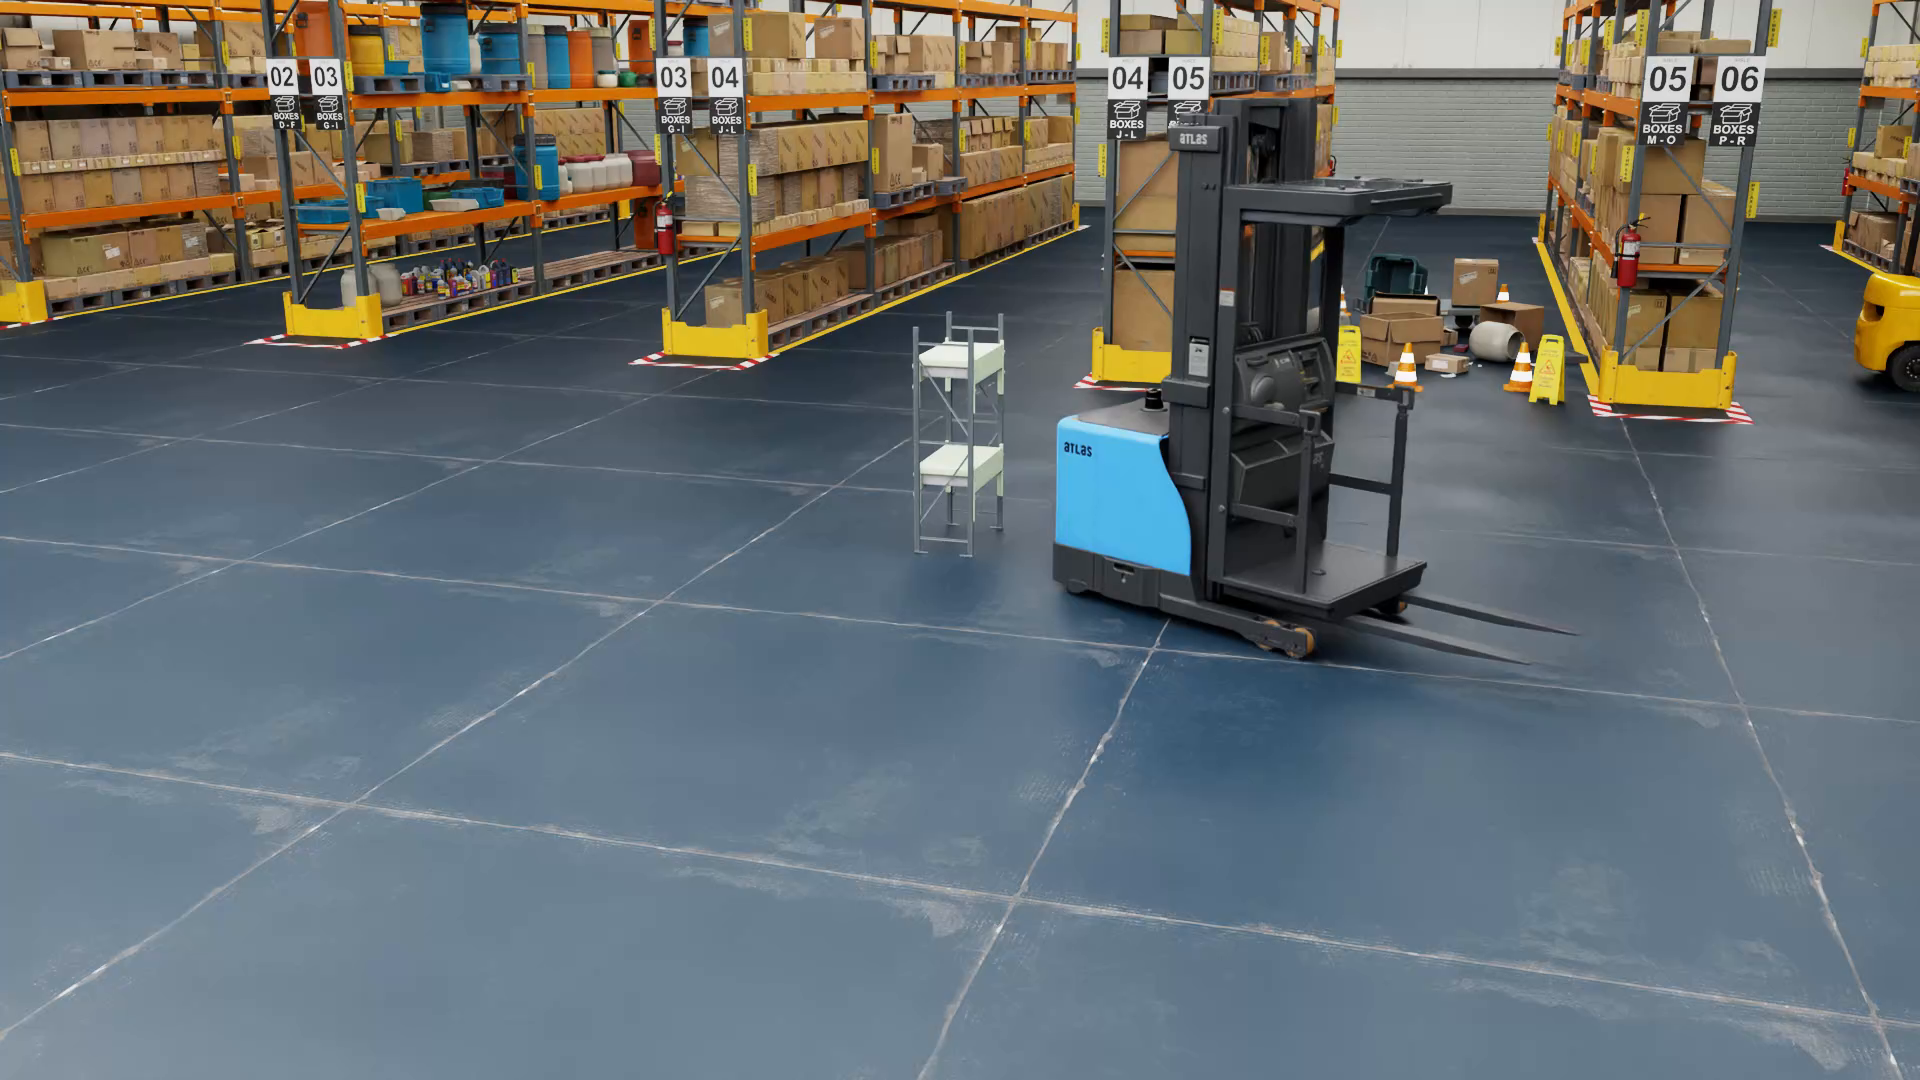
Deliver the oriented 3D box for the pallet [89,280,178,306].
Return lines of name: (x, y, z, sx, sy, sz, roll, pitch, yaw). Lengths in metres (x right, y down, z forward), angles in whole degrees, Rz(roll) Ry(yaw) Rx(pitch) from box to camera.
pallet: (-11.735, -3.463, 23.151, 1.003, 0.211, 1.213, 5, 16, 16)

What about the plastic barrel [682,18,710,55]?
plastic barrel: (-4.441, -8.465, 28.492, 0.600, 0.901, 0.708, 5, 16, 16)

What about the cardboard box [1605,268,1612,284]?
cardboard box: (6.829, -2.694, 17.036, 0.380, 0.149, 0.250, 5, 17, 17)

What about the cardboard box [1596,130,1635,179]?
cardboard box: (7.206, -4.105, 17.743, 0.700, 0.500, 0.500, 4, 16, 15)

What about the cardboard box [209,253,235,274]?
cardboard box: (-11.047, -4.070, 24.452, 0.500, 0.250, 0.500, 5, 16, 16)

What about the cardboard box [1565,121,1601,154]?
cardboard box: (9.629, -6.186, 25.626, 0.500, 0.500, 0.500, 5, 16, 16)

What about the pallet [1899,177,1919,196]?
pallet: (14.576, -5.208, 24.545, 1.003, 0.211, 1.213, 5, 16, 16)

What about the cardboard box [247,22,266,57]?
cardboard box: (-10.772, -7.572, 25.163, 0.500, 0.500, 0.500, 6, 17, 21)

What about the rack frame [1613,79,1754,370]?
rack frame: (6.737, -2.745, 15.511, 1.000, 3.000, 0.127, 5, 16, 16)

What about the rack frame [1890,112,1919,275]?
rack frame: (14.907, -5.501, 25.226, 1.000, 3.000, 0.127, 5, 16, 16)

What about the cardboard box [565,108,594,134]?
cardboard box: (-7.863, -8.592, 34.109, 0.500, 0.500, 0.500, 5, 17, 17)

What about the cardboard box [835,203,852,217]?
cardboard box: (-1.580, -4.161, 20.962, 0.380, 0.149, 0.250, 5, 16, 16)

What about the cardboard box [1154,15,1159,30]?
cardboard box: (1.805, -5.238, 16.850, 0.380, 0.149, 0.250, 5, 17, 16)

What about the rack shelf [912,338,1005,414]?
rack shelf: (-0.002, -1.095, 11.012, 0.431, 0.370, 0.720, 5, 16, 16)

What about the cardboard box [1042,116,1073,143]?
cardboard box: (1.896, -7.984, 32.335, 0.500, 0.500, 0.500, 5, 17, 17)

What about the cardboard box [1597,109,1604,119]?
cardboard box: (10.575, -6.927, 27.050, 0.380, 0.149, 0.250, 4, 16, 15)

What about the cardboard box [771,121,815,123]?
cardboard box: (-2.140, -5.004, 20.912, 0.500, 0.500, 0.500, 5, 16, 16)

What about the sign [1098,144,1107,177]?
sign: (1.446, -3.819, 16.742, 0.100, 0.325, 0.005, 5, 16, 16)

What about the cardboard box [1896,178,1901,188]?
cardboard box: (14.809, -5.553, 25.870, 0.380, 0.149, 0.250, 5, 17, 17)

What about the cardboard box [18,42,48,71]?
cardboard box: (-15.292, -7.865, 27.113, 0.500, 0.500, 0.500, 4, 16, 14)

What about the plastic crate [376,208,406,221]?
plastic crate: (-6.950, -3.980, 20.348, 0.298, 0.136, 0.250, 5, 16, 16)

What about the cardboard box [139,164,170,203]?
cardboard box: (-11.535, -4.992, 23.247, 0.700, 0.500, 0.500, 5, 17, 17)

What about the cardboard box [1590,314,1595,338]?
cardboard box: (7.306, -2.397, 18.553, 0.500, 0.250, 0.500, 6, 17, 19)

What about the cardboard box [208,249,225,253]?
cardboard box: (-11.285, -4.340, 25.402, 0.500, 0.250, 0.500, 4, 16, 15)

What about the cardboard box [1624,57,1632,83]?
cardboard box: (6.911, -4.682, 16.571, 0.500, 0.250, 0.500, 5, 17, 17)

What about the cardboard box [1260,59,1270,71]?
cardboard box: (3.747, -6.068, 21.236, 0.380, 0.149, 0.250, 5, 16, 16)

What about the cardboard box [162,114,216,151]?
cardboard box: (-11.245, -5.885, 24.020, 0.700, 0.500, 0.500, 5, 17, 16)

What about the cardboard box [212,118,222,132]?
cardboard box: (-14.072, -7.691, 30.810, 0.500, 0.250, 0.500, 5, 17, 16)

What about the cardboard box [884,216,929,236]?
cardboard box: (-0.794, -4.659, 24.660, 0.500, 0.250, 0.500, 7, 17, 22)

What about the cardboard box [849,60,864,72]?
cardboard box: (-1.443, -6.016, 21.088, 0.380, 0.149, 0.250, 5, 17, 18)

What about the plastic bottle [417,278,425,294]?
plastic bottle: (-7.149, -3.373, 22.046, 0.097, 0.201, 0.097, 0, 16, 0)

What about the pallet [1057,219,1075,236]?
pallet: (1.630, -6.143, 32.600, 1.003, 0.211, 1.213, 5, 16, 16)

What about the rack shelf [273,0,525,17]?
rack shelf: (-6.945, -6.769, 20.754, 1.077, 0.370, 4.000, 5, 16, 16)

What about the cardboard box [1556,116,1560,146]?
cardboard box: (10.455, -6.955, 28.339, 0.500, 0.500, 0.500, 5, 17, 16)

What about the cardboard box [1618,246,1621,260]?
cardboard box: (6.604, -2.814, 16.213, 0.380, 0.149, 0.250, 4, 16, 15)

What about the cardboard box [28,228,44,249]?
cardboard box: (-15.583, -5.055, 27.428, 0.700, 0.500, 0.500, 4, 16, 15)

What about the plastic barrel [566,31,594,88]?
plastic barrel: (-5.867, -7.271, 25.184, 0.600, 0.830, 0.708, 5, 16, 16)

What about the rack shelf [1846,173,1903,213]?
rack shelf: (15.476, -5.678, 27.169, 1.077, 0.370, 4.000, 5, 16, 16)

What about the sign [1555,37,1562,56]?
sign: (10.754, -8.878, 29.887, 0.100, 0.325, 0.005, 5, 16, 16)

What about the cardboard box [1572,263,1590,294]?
cardboard box: (8.638, -3.435, 21.990, 0.950, 0.372, 0.625, 4, 16, 15)

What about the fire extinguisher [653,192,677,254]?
fire extinguisher: (-3.239, -3.482, 18.252, 0.296, 0.674, 0.183, 5, 16, 16)

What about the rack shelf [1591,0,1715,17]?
rack shelf: (8.442, -6.663, 20.380, 1.077, 0.370, 4.000, 5, 16, 16)

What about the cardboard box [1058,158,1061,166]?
cardboard box: (1.708, -7.193, 31.652, 0.380, 0.149, 0.250, 4, 16, 15)

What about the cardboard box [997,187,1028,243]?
cardboard box: (0.483, -5.664, 28.926, 1.225, 0.875, 0.875, 5, 16, 16)

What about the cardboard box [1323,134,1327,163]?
cardboard box: (6.342, -7.075, 30.046, 0.500, 0.500, 0.500, 5, 16, 16)

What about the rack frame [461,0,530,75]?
rack frame: (-6.376, -7.831, 22.446, 1.000, 3.000, 0.127, 5, 16, 16)

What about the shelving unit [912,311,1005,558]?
shelving unit: (-0.002, -0.720, 11.119, 0.431, 1.500, 0.755, 5, 16, 16)

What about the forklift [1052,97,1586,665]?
forklift: (1.984, -0.925, 9.220, 3.031, 2.935, 1.130, 14, 21, 41)

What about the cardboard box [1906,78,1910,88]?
cardboard box: (14.884, -7.073, 25.734, 0.380, 0.149, 0.250, 5, 17, 18)

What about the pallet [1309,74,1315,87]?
pallet: (5.095, -7.442, 26.916, 1.213, 0.211, 1.003, 5, 16, 16)

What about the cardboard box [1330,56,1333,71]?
cardboard box: (6.478, -8.626, 30.106, 0.500, 0.250, 0.500, 4, 16, 14)

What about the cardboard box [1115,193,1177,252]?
cardboard box: (2.024, -3.275, 17.106, 0.875, 0.550, 0.550, 5, 16, 16)

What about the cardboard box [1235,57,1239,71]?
cardboard box: (2.797, -5.137, 17.953, 0.380, 0.149, 0.250, 5, 17, 16)

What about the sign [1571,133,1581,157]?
sign: (8.477, -5.437, 22.881, 0.100, 0.325, 0.005, 5, 16, 16)

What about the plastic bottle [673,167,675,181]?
plastic bottle: (-4.748, -6.045, 27.382, 0.097, 0.271, 0.097, 0, 16, 0)

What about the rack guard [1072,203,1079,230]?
rack guard: (1.789, -6.503, 33.342, 1.175, 0.500, 0.348, 5, 16, 16)
